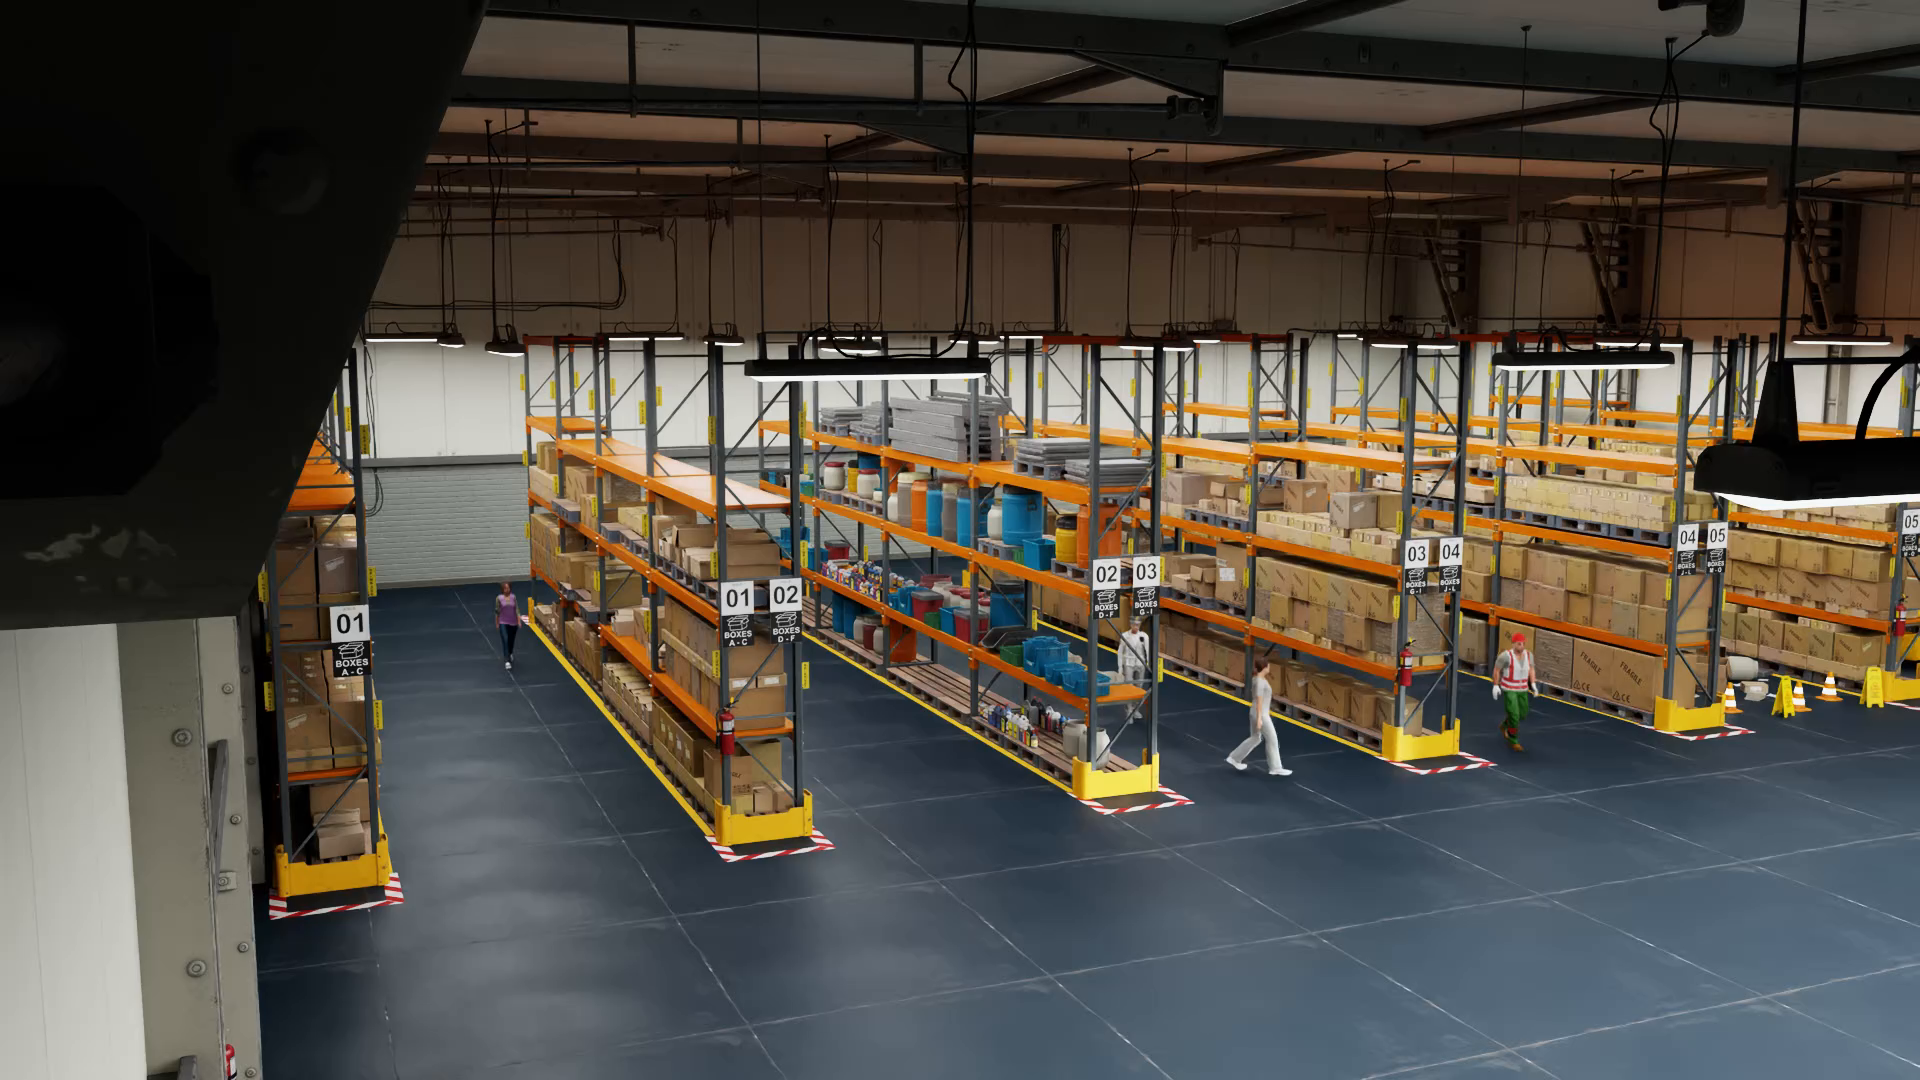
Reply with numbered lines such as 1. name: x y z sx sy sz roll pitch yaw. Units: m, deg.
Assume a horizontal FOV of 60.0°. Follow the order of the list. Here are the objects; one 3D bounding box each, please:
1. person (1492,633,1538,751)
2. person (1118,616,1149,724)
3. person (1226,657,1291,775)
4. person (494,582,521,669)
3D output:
1. person: 8.152 2.200 24.621 0.614 1.759 0.728 -2 8 -15
2. person: 2.766 2.043 26.249 0.537 1.734 0.516 0 8 -3
3. person: 4.178 2.441 23.202 0.878 1.637 0.481 0 8 4
4. person: -8.245 1.527 30.312 0.444 1.524 0.972 -3 8 -23
